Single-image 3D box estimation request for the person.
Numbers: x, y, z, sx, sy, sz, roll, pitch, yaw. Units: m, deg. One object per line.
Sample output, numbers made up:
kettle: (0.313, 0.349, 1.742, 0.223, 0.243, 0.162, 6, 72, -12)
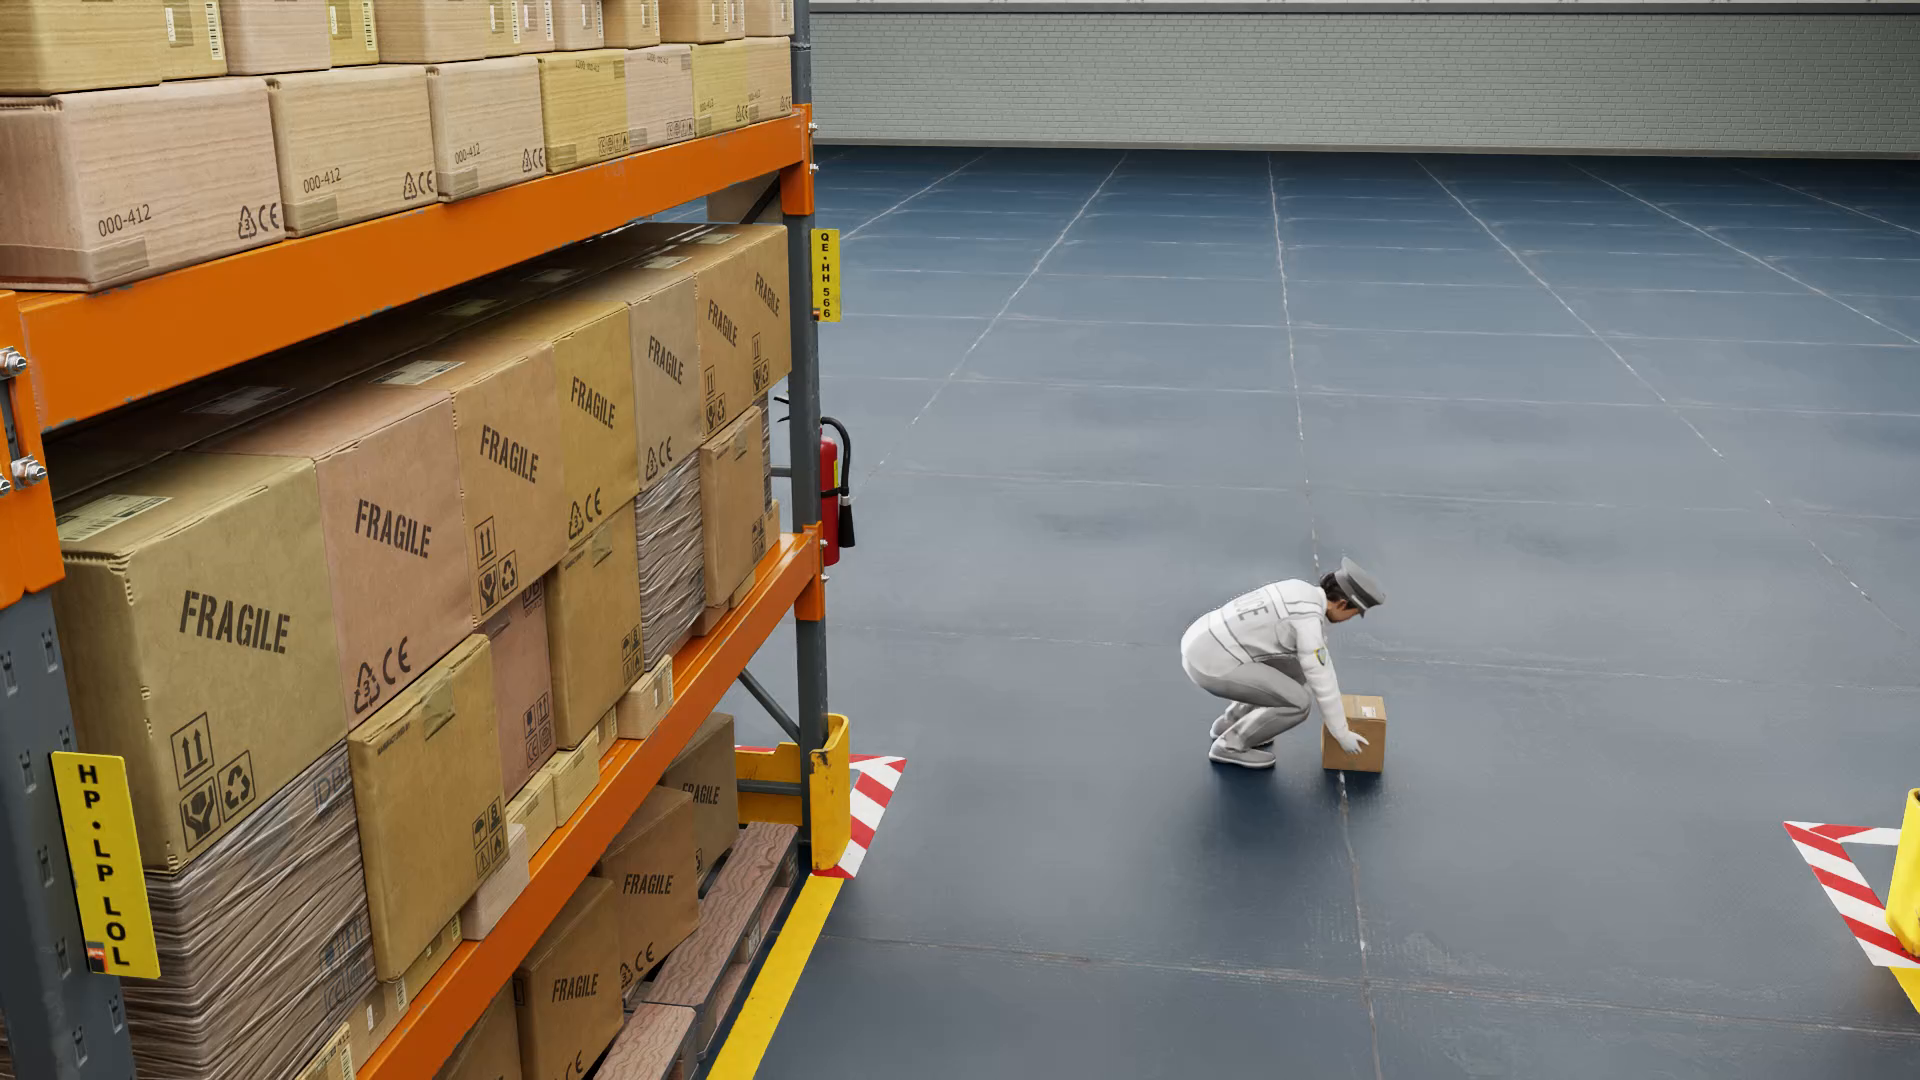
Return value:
person: (1.392, 0.516, 7.221, 0.856, 0.897, 0.485, 3, 18, 9)
